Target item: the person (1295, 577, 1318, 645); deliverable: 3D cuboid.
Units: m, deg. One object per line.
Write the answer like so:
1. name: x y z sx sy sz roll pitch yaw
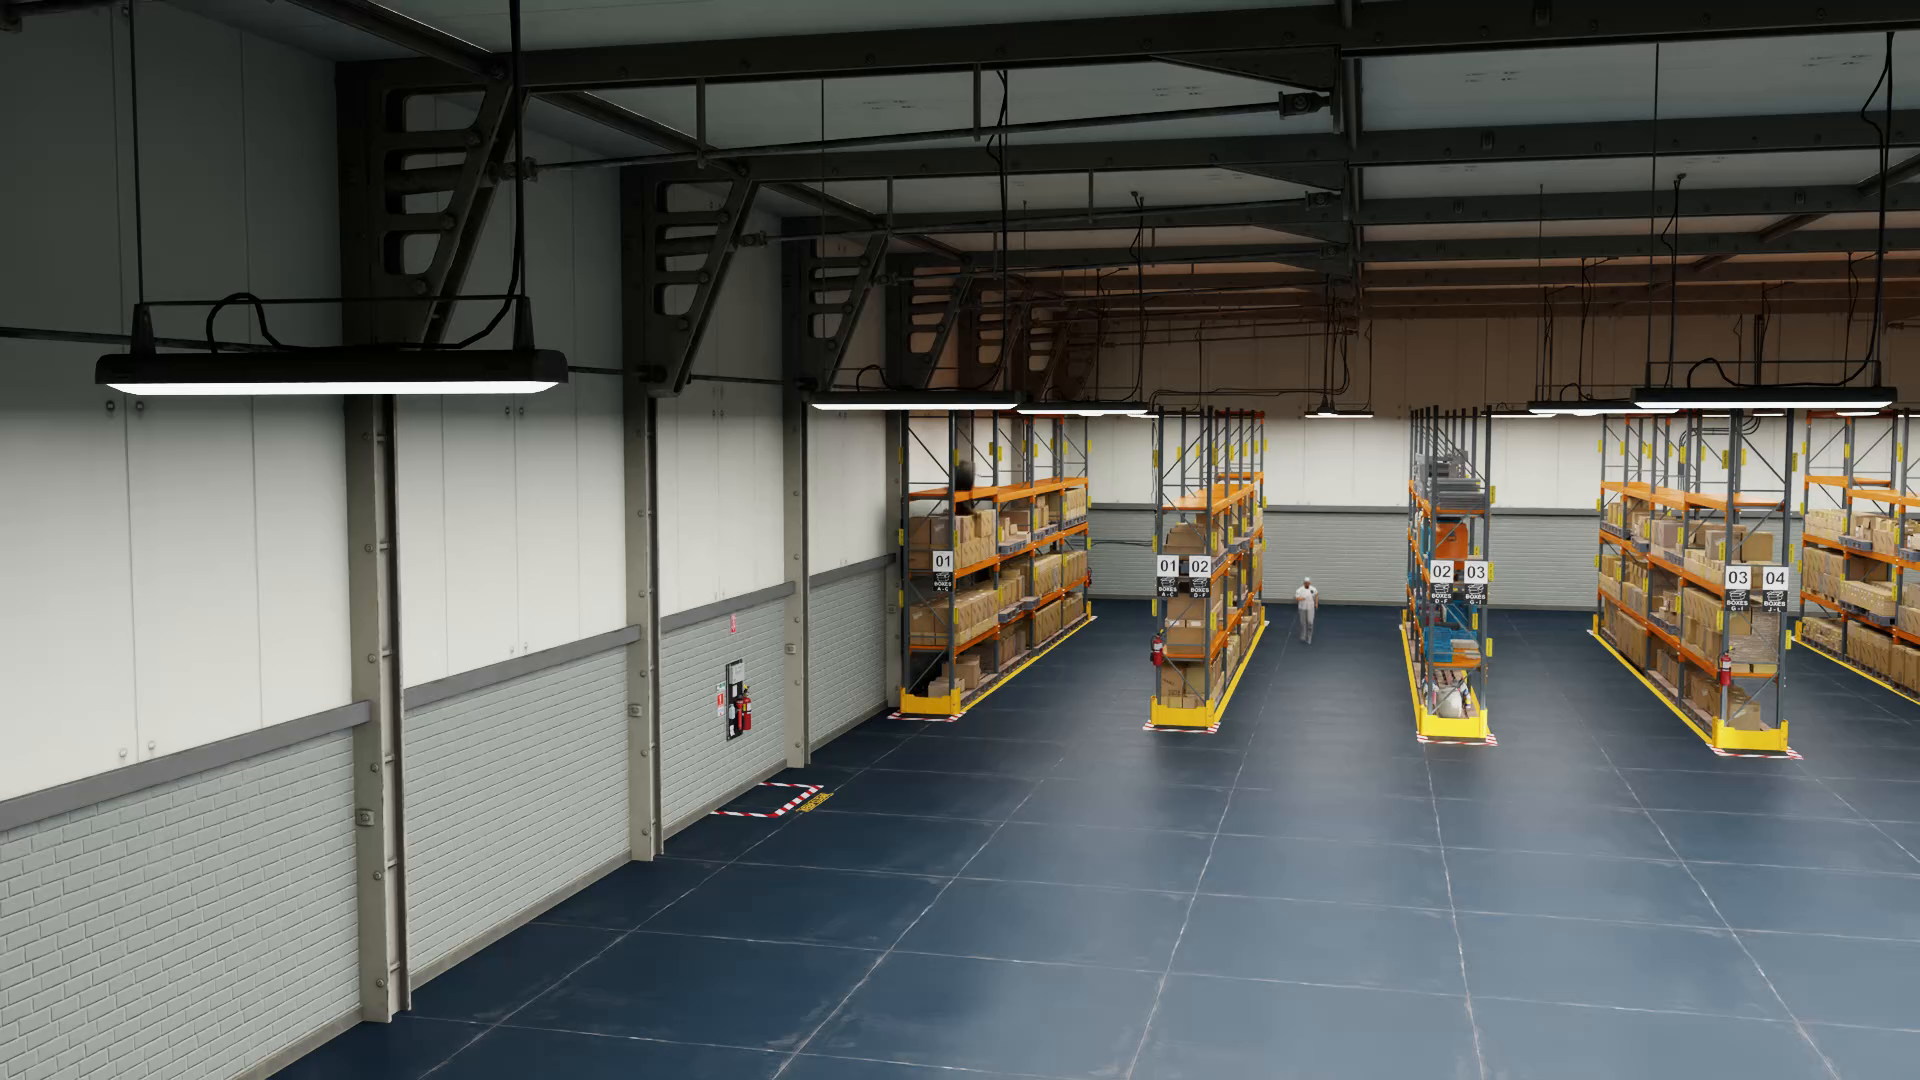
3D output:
1. person: 8.929 1.814 42.868 0.589 1.705 0.853 1 4 11

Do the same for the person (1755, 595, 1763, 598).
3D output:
1. person: 21.657 1.719 45.455 0.603 1.478 0.851 2 5 26
